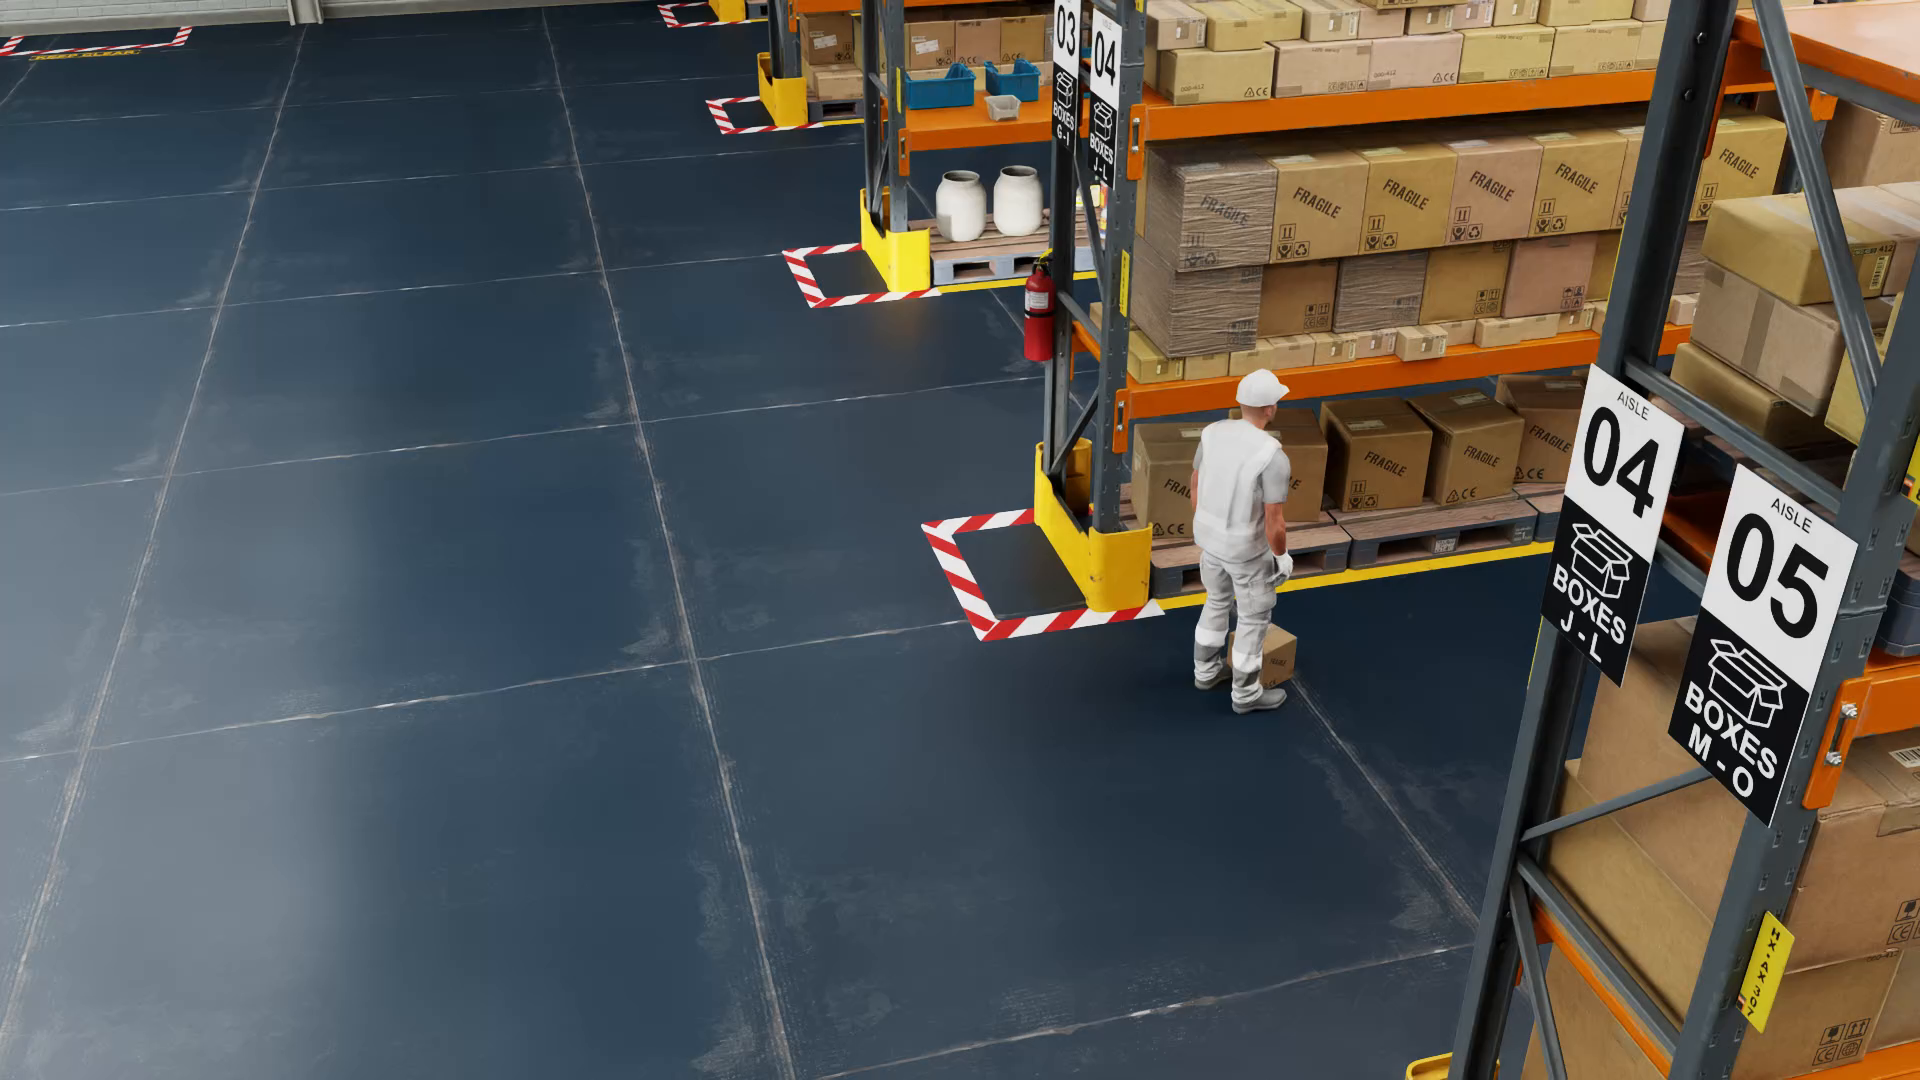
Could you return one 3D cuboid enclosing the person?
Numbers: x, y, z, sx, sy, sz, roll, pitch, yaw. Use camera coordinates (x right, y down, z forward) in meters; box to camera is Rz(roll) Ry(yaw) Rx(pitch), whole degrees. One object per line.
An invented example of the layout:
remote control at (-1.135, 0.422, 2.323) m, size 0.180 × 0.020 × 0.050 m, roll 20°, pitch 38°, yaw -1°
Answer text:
person at (1.388, 0.005, 8.220) m, size 0.453 × 1.778 × 0.616 m, roll -21°, pitch 36°, yaw -32°
